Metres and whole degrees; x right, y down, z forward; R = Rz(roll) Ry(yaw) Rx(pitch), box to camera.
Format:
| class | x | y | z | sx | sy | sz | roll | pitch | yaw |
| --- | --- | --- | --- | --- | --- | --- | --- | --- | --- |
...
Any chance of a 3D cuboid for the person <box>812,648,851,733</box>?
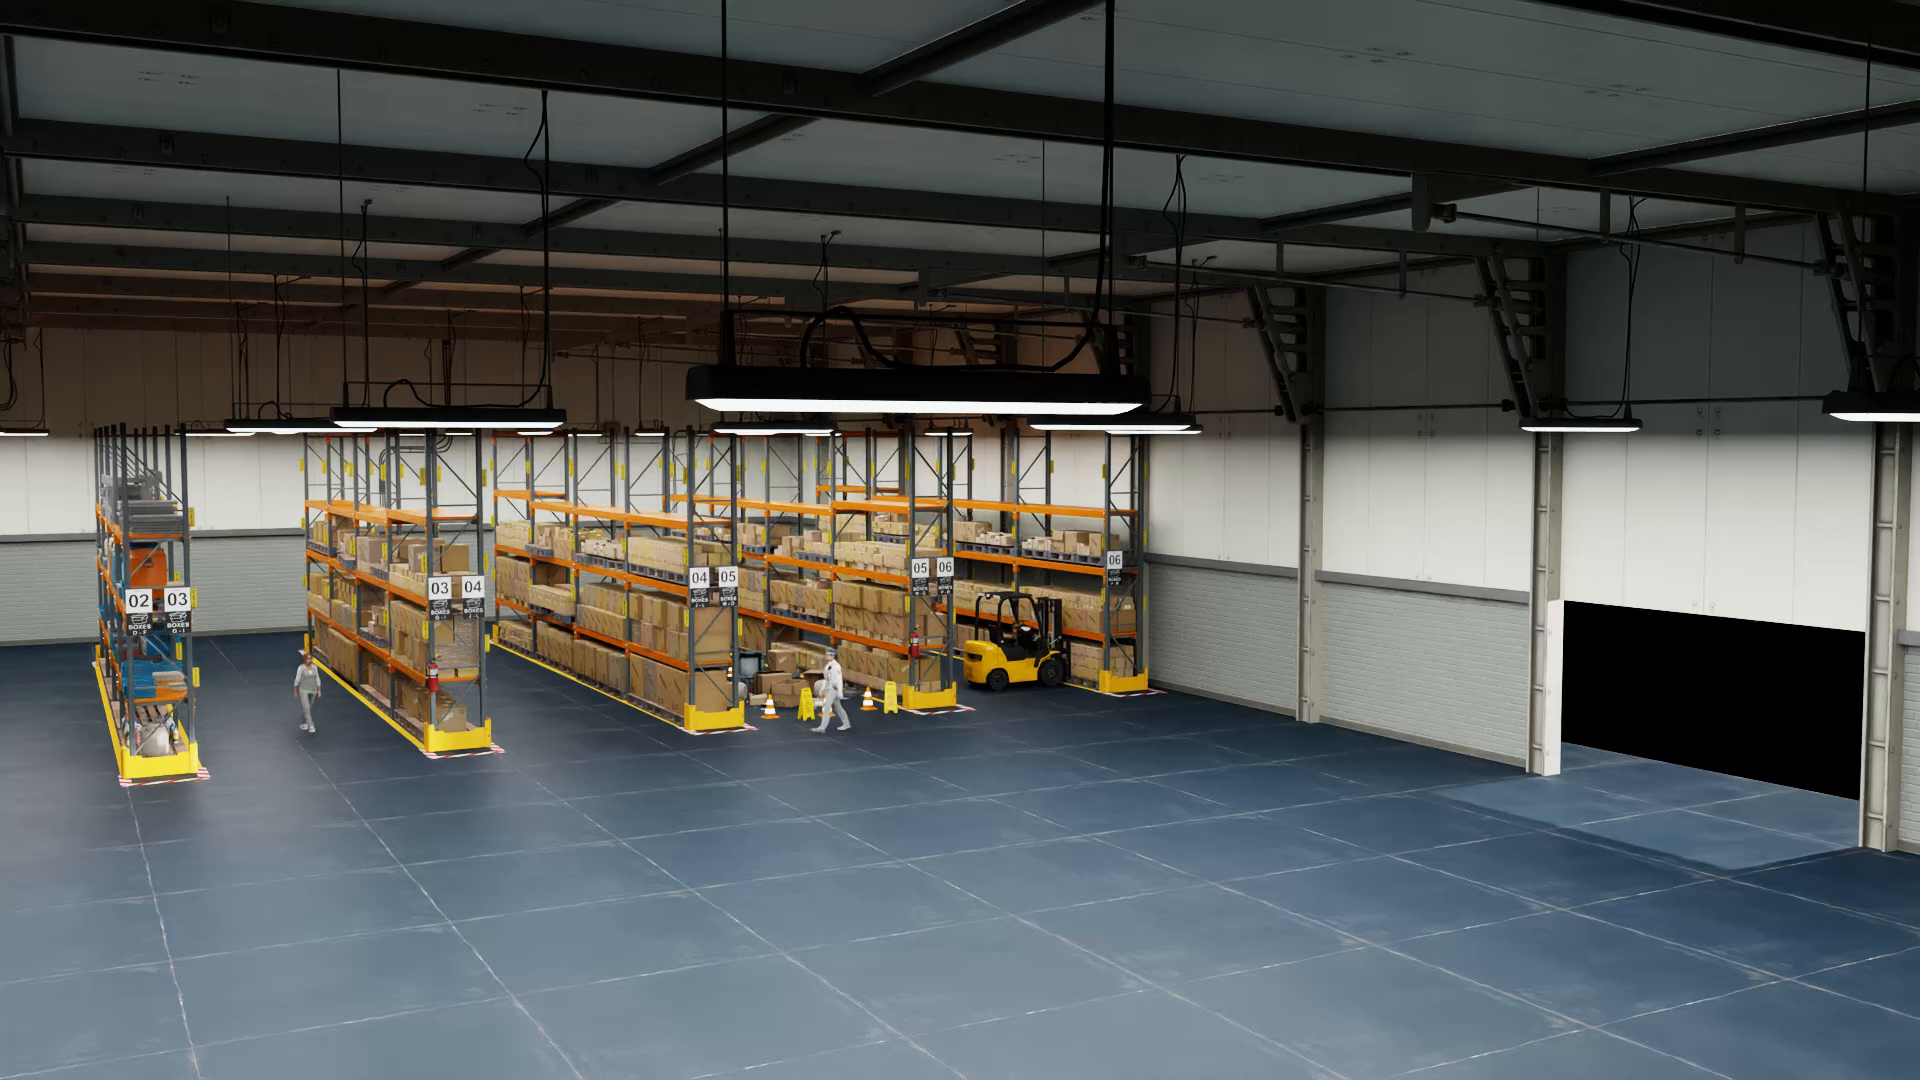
| class | x | y | z | sx | sy | sz | roll | pitch | yaw |
| --- | --- | --- | --- | --- | --- | --- | --- | --- | --- |
| person | -2.532 | 2.931 | 32.493 | 0.866 | 1.632 | 0.491 | -1 | 4 | -21 |

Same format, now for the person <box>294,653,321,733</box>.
| class | x | y | z | sx | sy | sz | roll | pitch | yaw |
| --- | --- | --- | --- | --- | --- | --- | --- | --- | --- |
| person | -12.680 | 2.965 | 32.388 | 0.969 | 1.543 | 0.452 | 3 | 4 | 38 |
